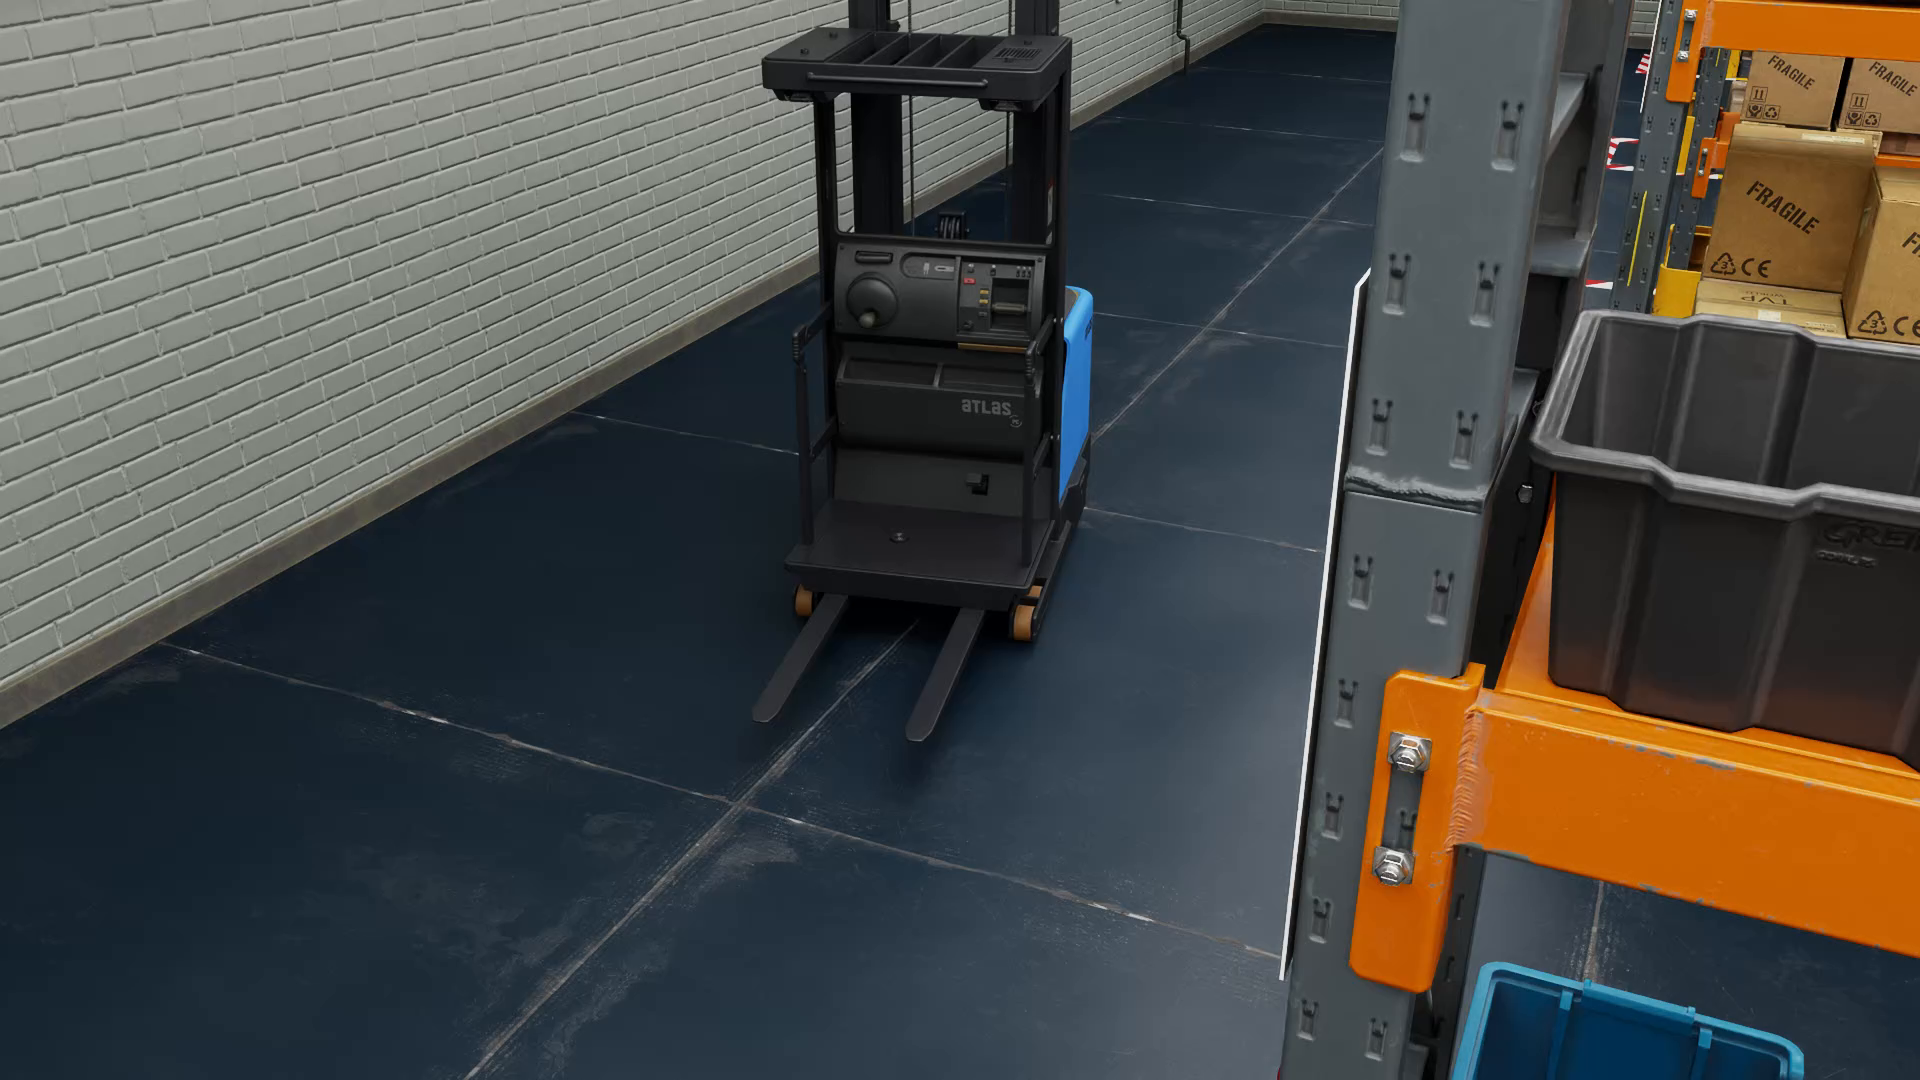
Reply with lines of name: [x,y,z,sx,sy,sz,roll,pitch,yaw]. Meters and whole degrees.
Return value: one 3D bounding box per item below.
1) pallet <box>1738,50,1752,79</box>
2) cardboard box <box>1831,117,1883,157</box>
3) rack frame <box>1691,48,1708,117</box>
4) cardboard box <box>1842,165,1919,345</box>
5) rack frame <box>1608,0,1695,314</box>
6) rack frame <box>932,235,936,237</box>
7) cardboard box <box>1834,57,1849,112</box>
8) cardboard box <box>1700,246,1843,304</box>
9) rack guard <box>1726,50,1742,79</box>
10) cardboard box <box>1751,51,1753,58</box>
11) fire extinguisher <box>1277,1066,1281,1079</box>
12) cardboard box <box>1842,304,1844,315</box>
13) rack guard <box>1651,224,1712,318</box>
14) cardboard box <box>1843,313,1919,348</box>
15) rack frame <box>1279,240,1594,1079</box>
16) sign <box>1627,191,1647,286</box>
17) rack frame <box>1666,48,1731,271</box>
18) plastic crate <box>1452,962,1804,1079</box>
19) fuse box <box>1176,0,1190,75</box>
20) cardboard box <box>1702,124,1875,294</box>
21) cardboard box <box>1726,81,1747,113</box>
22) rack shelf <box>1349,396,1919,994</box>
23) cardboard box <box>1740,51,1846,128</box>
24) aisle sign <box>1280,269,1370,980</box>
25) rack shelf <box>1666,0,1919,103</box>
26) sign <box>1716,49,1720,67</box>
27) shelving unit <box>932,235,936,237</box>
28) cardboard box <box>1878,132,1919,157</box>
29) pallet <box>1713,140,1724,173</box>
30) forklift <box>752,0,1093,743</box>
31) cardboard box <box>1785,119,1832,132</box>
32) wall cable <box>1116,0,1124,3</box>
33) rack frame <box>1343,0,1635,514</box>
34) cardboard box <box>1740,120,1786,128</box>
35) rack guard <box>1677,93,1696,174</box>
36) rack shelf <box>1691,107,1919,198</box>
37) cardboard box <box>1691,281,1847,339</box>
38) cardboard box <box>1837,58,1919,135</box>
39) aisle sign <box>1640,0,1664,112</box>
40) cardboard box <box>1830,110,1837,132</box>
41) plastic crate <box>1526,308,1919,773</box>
pallet: [9.621,-5.452,19.086,1.213,0.211,1.003,11,28,22]
cardboard box: [5.448,-2.453,10.121,0.250,0.149,0.380,11,28,20]
rack frame: [6.775,-4.866,14.738,0.127,3.000,1.000,11,28,22]
cardboard box: [3.453,-0.996,5.862,0.500,0.500,0.500,11,28,21]
rack frame: [2.672,-0.882,6.645,0.127,3.000,1.000,11,28,22]
rack frame: [-0.159,-1.025,8.973,0.015,1.200,0.240,5,27,11]
cardboard box: [5.800,-2.961,10.418,0.500,0.500,0.500,11,28,21]
cardboard box: [3.223,-0.966,6.649,0.500,0.250,0.500,11,28,21]
rack guard: [8.895,-5.727,19.317,0.348,0.500,1.175,11,28,22]
cardboard box: [9.343,-5.781,18.947,0.637,0.503,0.797,10,28,20]
fire extinguisher: [0.673,1.102,3.126,0.183,0.674,0.296,11,28,22]
cardboard box: [3.685,-0.873,6.460,0.500,0.250,0.500,11,28,21]
rack guard: [4.887,-1.722,11.182,0.348,0.500,1.175,11,28,22]
cardboard box: [3.474,-0.659,6.026,0.500,0.250,0.500,11,28,21]
rack frame: [0.622,1.110,2.600,0.127,3.000,1.000,11,28,22]
sign: [2.437,-1.083,5.985,0.005,0.325,0.100,11,28,22]
rack frame: [4.818,-2.857,10.658,0.127,3.000,1.000,11,28,22]
plastic crate: [1.004,1.053,2.607,0.499,0.435,0.616,11,28,22]
fuse box: [2.634,-6.128,18.759,0.414,1.711,0.539,11,28,22]
cardboard box: [3.225,-1.301,6.480,0.500,0.500,0.500,12,29,22]
cardboard box: [7.417,-3.825,15.048,0.875,0.438,0.875,10,28,20]
rack shelf: [2.443,0.453,1.353,4.000,0.370,1.077,11,28,22]
cardboard box: [5.112,-2.843,10.178,0.500,0.500,0.500,13,29,24]
aisle sign: [0.434,0.050,1.810,0.004,0.787,0.394,11,28,22]
rack shelf: [4.493,-1.539,5.398,4.000,0.370,1.077,11,28,22]
sign: [4.593,-3.028,10.023,0.005,0.325,0.100,11,28,22]
shelving unit: [0.079,-1.002,8.927,0.503,1.200,0.258,5,27,11]
cardboard box: [5.741,-2.461,10.137,0.250,0.149,0.380,13,29,24]
pallet: [7.535,-3.500,15.121,1.213,0.211,1.003,11,28,22]
forklift: [-0.136,-1.046,7.057,1.130,2.935,3.031,6,27,11]
cardboard box: [5.226,-2.524,10.265,0.250,0.149,0.380,12,29,24]
wall cable: [1.632,-6.358,16.582,0.123,1.953,0.585,11,28,22]
rack frame: [0.622,-1.582,1.275,0.127,3.000,1.000,11,28,22]
cardboard box: [4.977,-2.554,10.325,0.250,0.149,0.380,11,28,21]
rack guard: [6.753,-3.749,15.299,0.348,0.500,1.175,11,28,22]
rack shelf: [6.638,-2.169,10.074,4.000,0.370,1.077,11,28,22]
cardboard box: [2.998,-0.751,6.213,0.500,0.250,0.500,11,28,20]
cardboard box: [5.610,-2.755,10.000,0.500,0.500,0.500,11,28,22]
aisle sign: [2.483,-1.940,5.852,0.004,0.787,0.394,11,28,22]
cardboard box: [5.677,-2.698,10.619,0.250,0.149,0.380,11,28,21]
plastic crate: [0.857,0.005,1.595,0.590,0.269,0.497,11,28,22]
